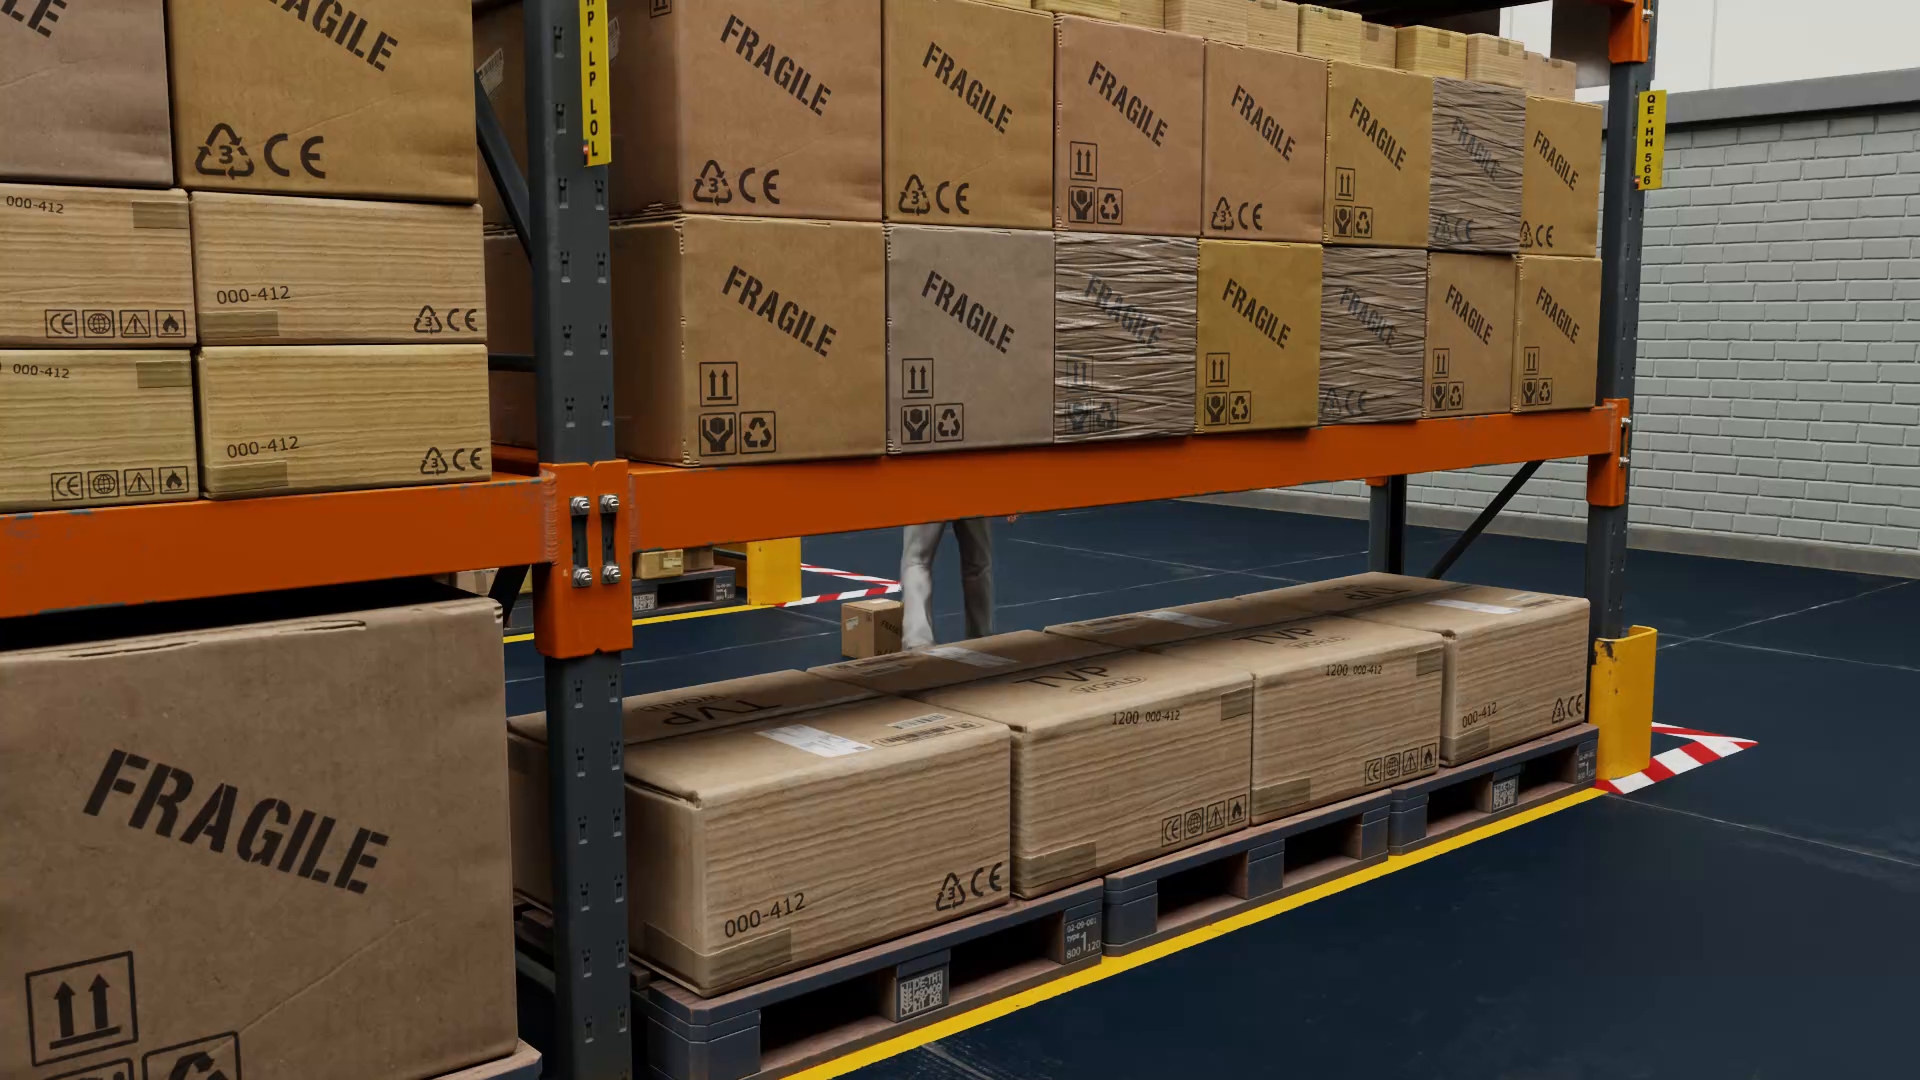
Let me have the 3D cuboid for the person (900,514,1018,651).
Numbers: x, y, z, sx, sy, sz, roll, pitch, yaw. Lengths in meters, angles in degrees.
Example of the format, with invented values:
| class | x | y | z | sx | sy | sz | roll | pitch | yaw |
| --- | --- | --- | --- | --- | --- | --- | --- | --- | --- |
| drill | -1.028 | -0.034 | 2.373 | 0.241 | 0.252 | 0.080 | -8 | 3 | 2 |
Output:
| class | x | y | z | sx | sy | sz | roll | pitch | yaw |
| --- | --- | --- | --- | --- | --- | --- | --- | --- | --- |
| person | -0.047 | -0.219 | 7.437 | 0.623 | 1.648 | 0.808 | -2 | 8 | -13 |
